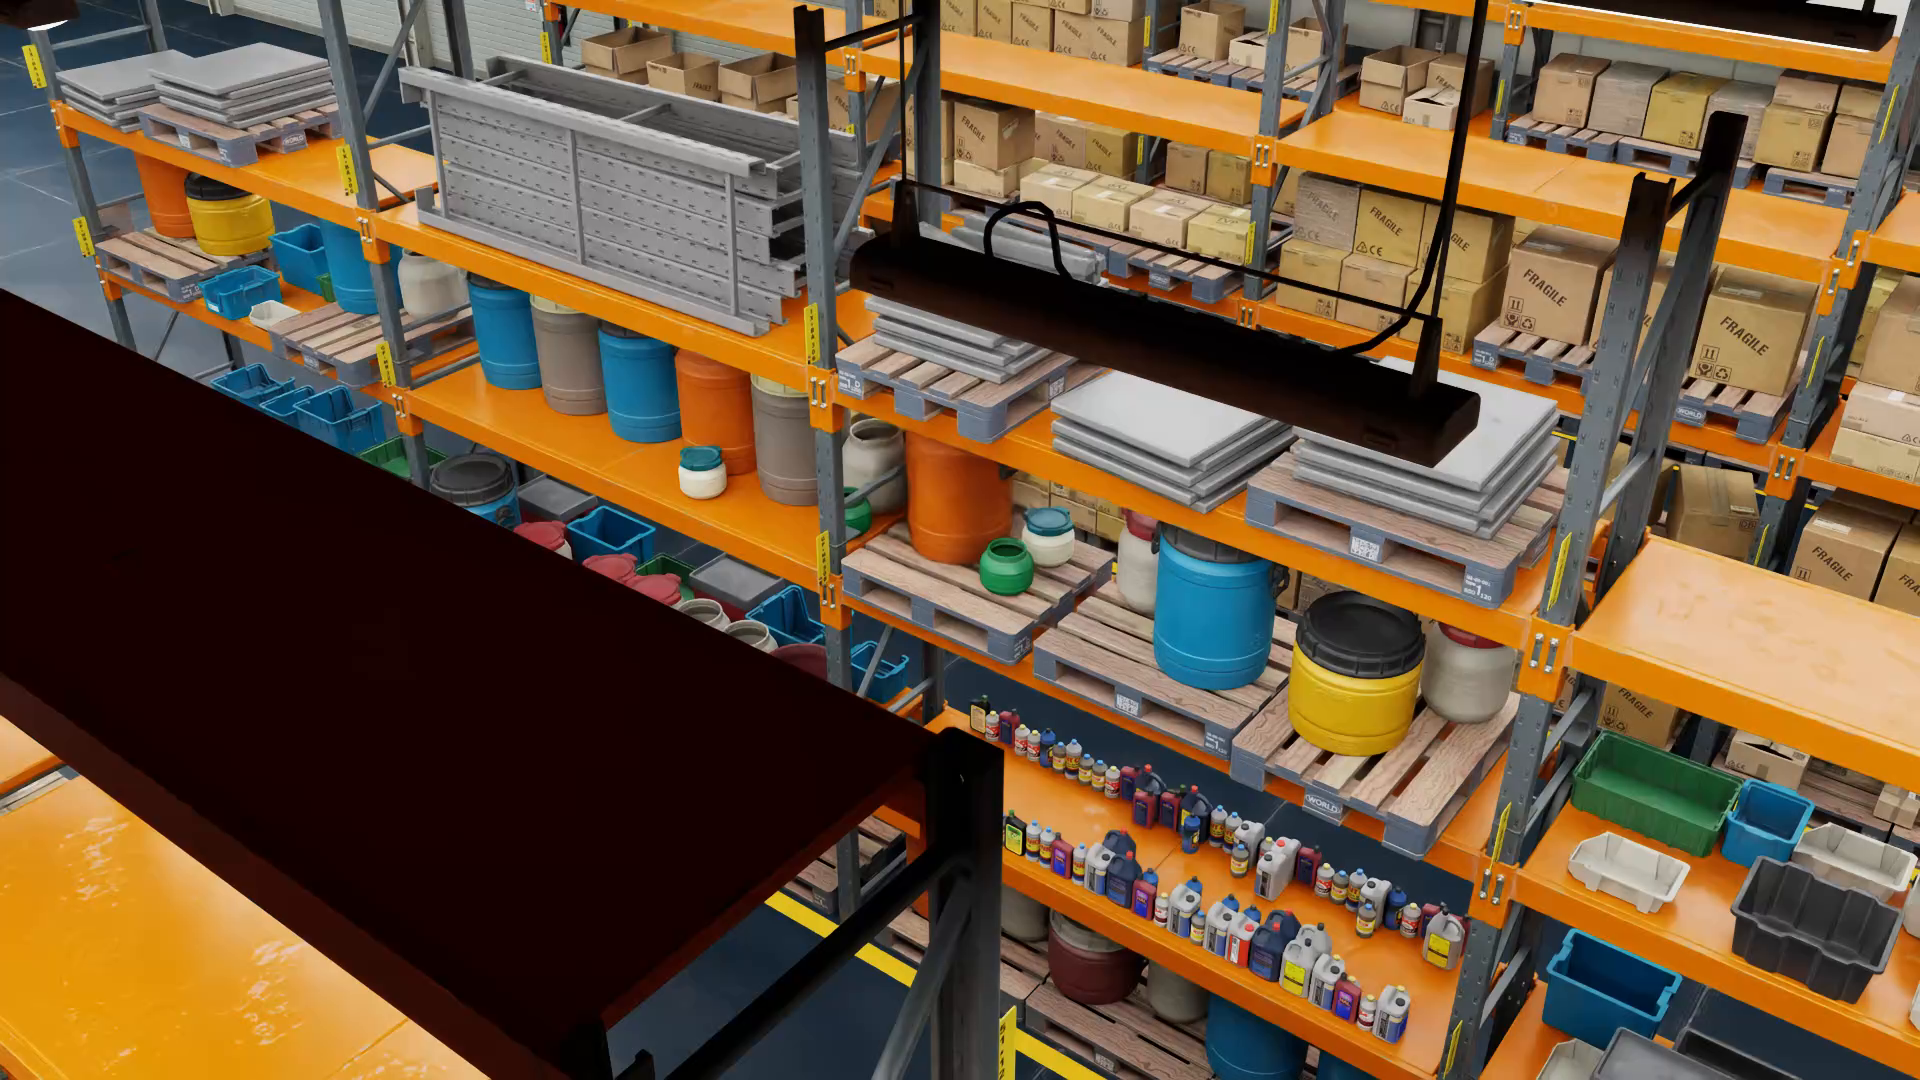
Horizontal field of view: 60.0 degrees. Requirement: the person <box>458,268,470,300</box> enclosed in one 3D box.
[{"bbox_3d":[-5.411,-2.890,18.497,0.436,1.581,0.778,-13,34,-20],"label":"person"}]
